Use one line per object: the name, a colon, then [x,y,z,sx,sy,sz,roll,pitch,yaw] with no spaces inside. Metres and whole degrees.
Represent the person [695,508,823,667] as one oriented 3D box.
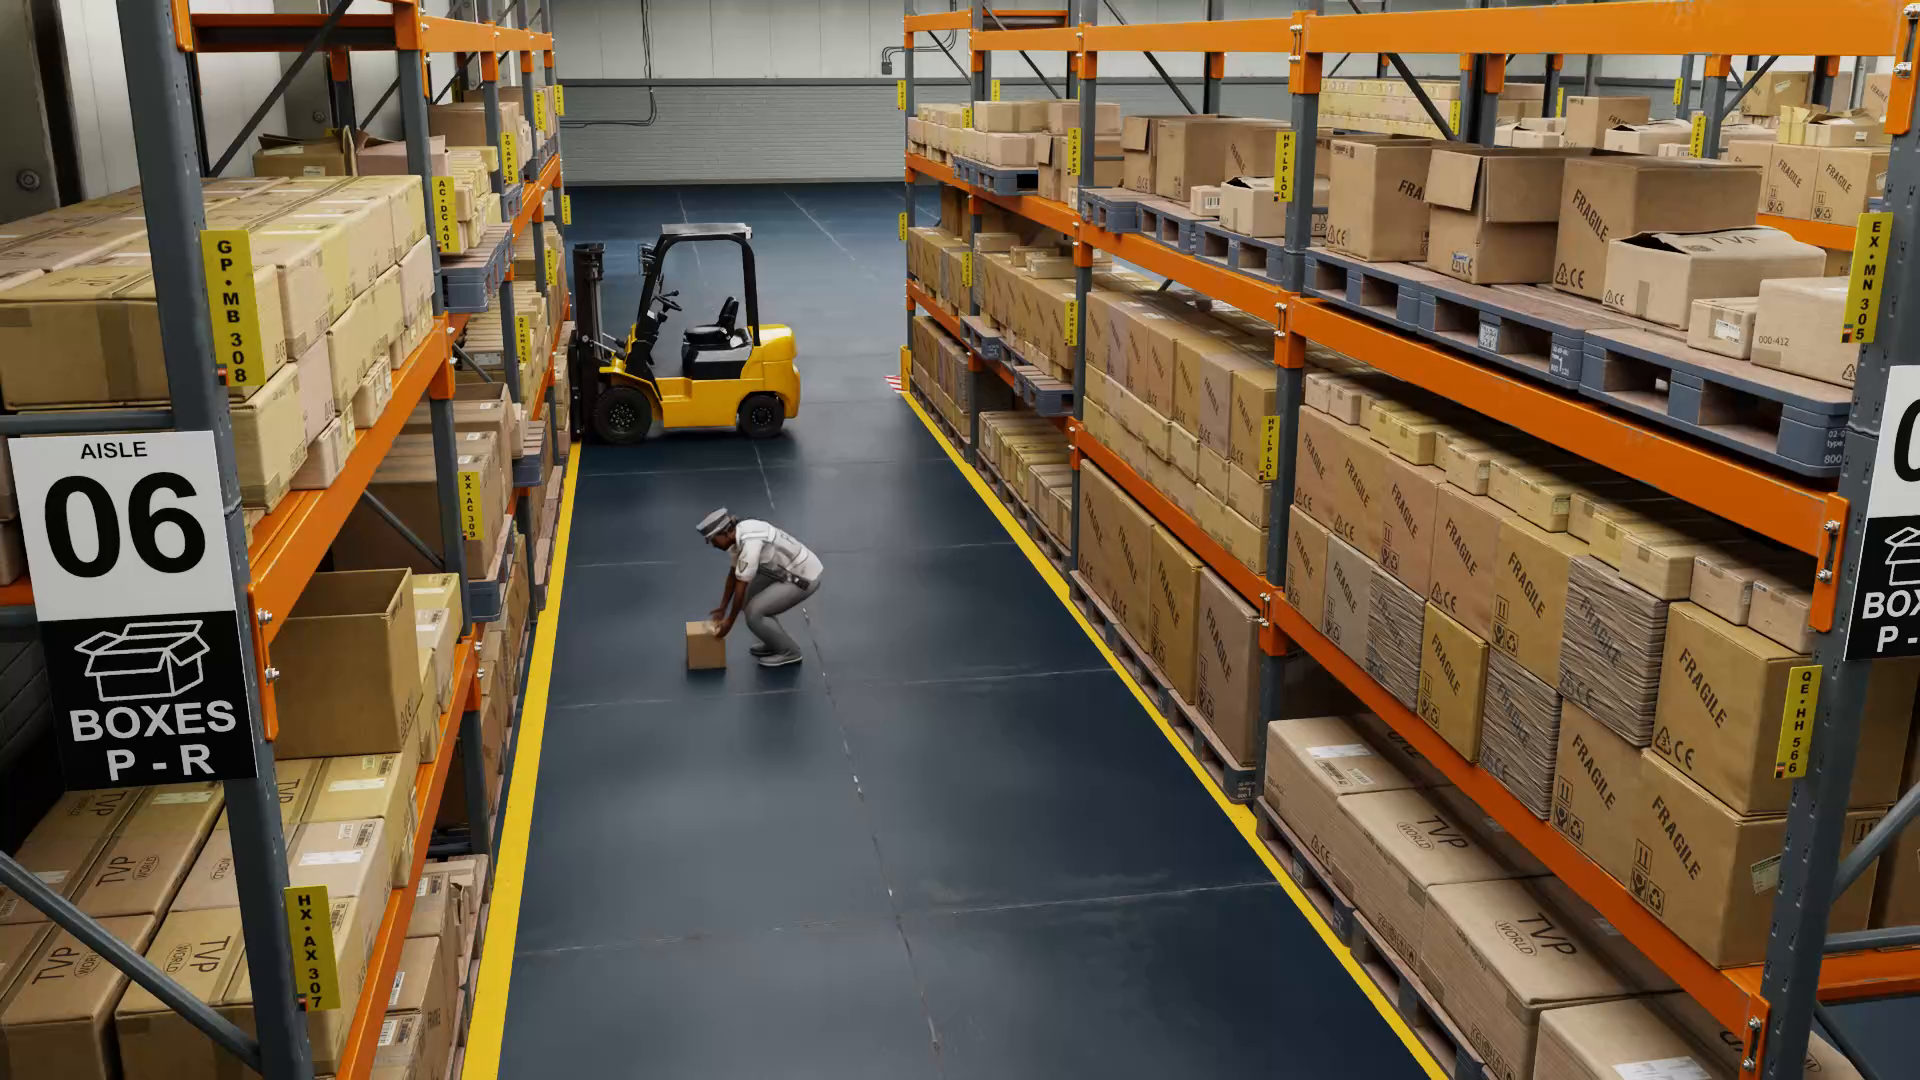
person: [-1.325,0.297,11.067,0.835,1.083,0.489,-3,17,-11]
